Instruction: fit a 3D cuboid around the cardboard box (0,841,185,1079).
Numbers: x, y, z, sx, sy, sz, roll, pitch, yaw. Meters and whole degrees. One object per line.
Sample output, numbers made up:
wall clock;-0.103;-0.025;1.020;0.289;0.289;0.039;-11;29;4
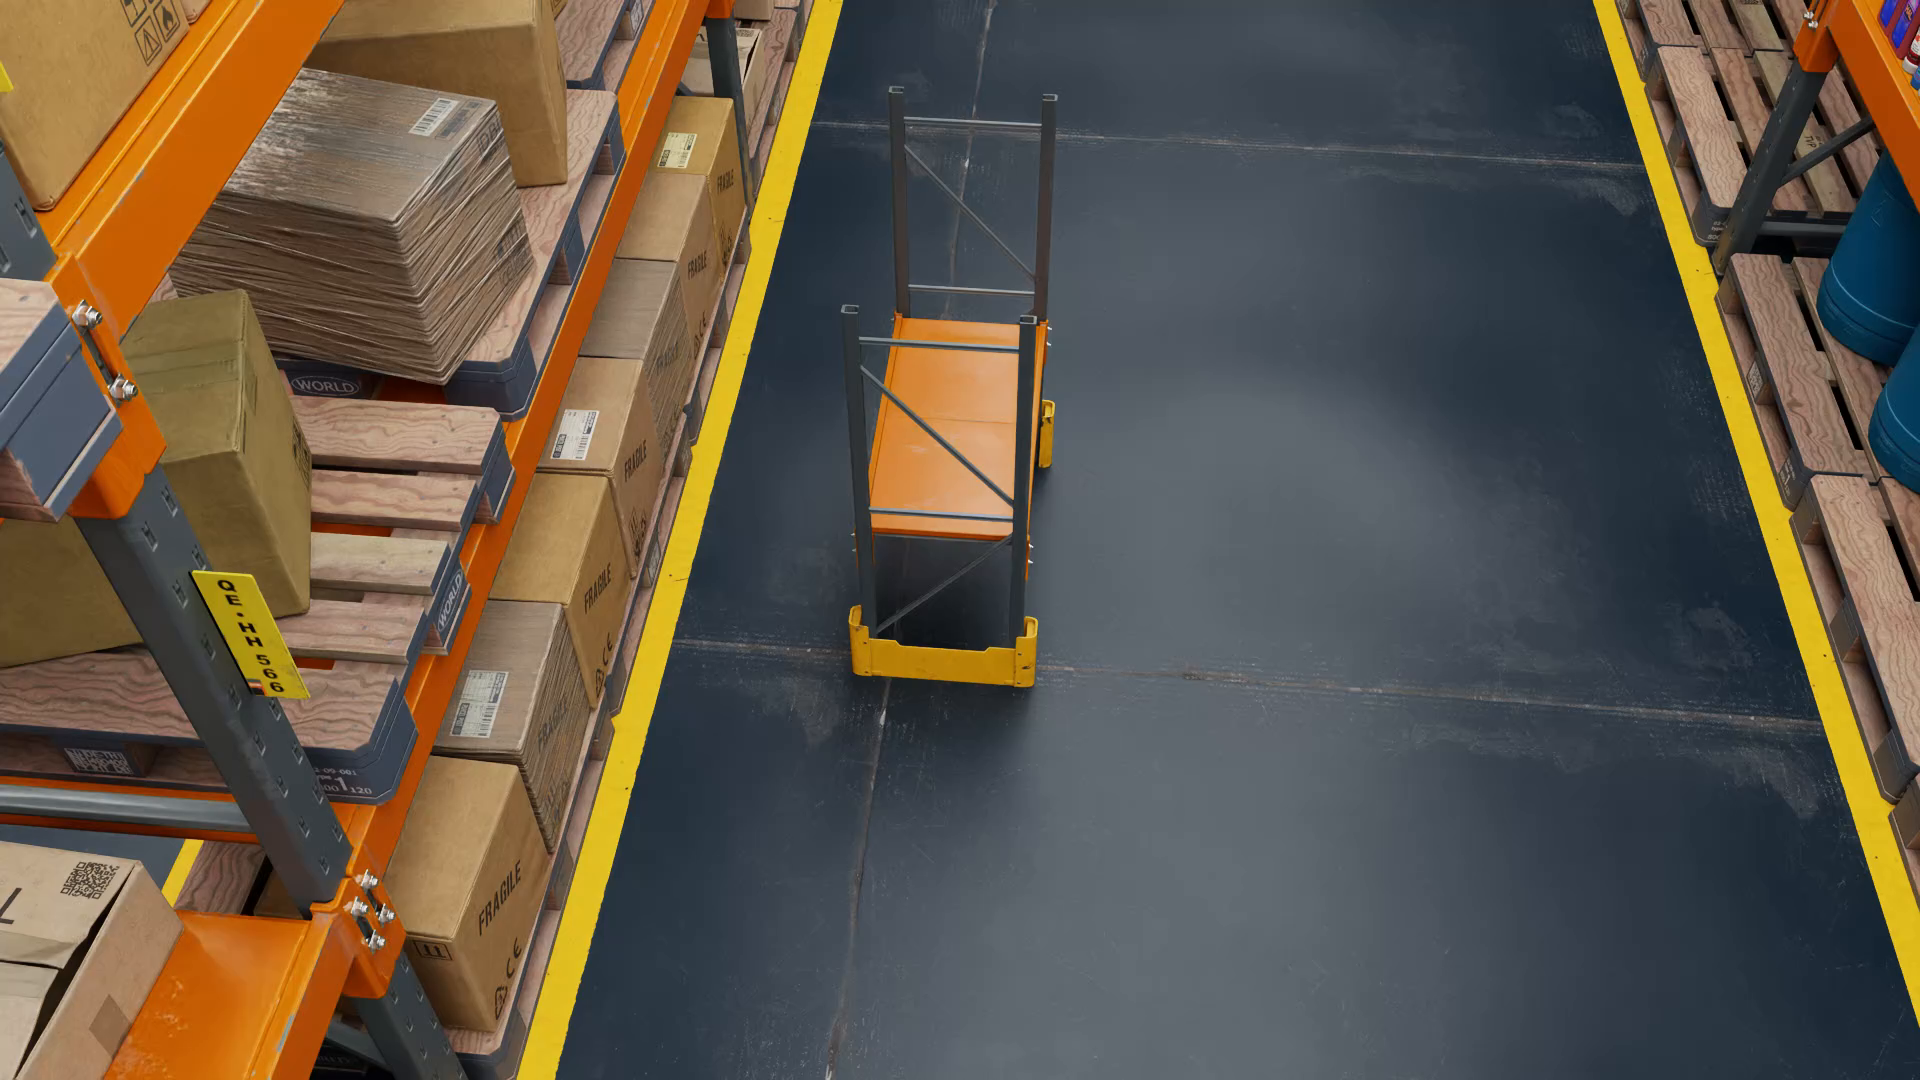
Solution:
cardboard box;-1.812;0.814;3.033;0.500;0.311;0.500;7;48;6

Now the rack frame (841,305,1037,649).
rack frame;-0.054;-0.070;4.798;0.500;1.500;0.032;4;48;4

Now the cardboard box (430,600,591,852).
cardboard box;-1.367;0.514;4.643;0.500;0.500;0.500;2;48;2

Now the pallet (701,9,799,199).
pallet;-1.308;-1.983;7.421;1.003;0.211;1.213;4;48;4

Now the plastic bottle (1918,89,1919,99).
plastic bottle;3.106;-1.459;5.136;0.152;0.276;0.135;4;48;4

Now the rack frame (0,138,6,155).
rack frame;-1.736;-1.505;1.029;1.000;3.000;0.127;4;48;4

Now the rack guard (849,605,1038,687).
rack guard;-0.052;0.338;5.272;0.587;0.250;0.087;4;48;4

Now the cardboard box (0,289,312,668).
cardboard box;-1.790;-0.127;3.481;0.700;0.500;0.500;-11;48;-10

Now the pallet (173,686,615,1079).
pallet;-1.630;0.914;4.771;1.003;0.211;1.213;4;48;4

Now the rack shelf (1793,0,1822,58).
rack shelf;3.744;-3.311;7.233;1.077;0.370;4.000;4;48;4

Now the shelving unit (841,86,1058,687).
shelving unit;-0.007;-0.450;5.145;0.587;1.500;1.083;4;48;4

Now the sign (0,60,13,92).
sign;-1.184;-0.651;1.876;0.100;0.325;0.005;4;48;4

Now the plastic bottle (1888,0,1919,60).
plastic bottle;3.091;-1.706;5.357;0.061;0.283;0.133;4;48;4

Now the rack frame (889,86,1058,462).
rack frame;0.039;-0.817;5.481;0.500;1.500;0.032;4;48;4

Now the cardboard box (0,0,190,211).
cardboard box;-1.729;-0.850;2.394;0.910;0.500;0.500;4;48;4

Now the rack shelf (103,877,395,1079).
rack shelf;-1.918;2.232;2.164;1.077;0.370;4.000;4;48;4

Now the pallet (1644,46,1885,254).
pallet;3.590;-1.686;7.149;1.003;0.211;1.213;4;48;4

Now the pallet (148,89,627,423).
pallet;-1.563;-0.845;4.620;1.003;0.211;1.213;4;48;4

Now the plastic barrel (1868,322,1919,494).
plastic barrel;3.430;-0.599;5.402;0.600;0.901;0.708;4;48;4

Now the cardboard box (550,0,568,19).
cardboard box;-1.637;-1.753;4.968;0.700;0.500;0.500;11;48;10

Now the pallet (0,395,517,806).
pallet;-1.744;0.081;3.773;1.213;0.211;1.003;4;48;4

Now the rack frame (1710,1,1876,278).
rack frame;3.561;-2.084;5.623;1.000;3.000;0.127;4;48;4

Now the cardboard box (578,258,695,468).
cardboard box;-1.230;-0.612;5.673;0.500;0.500;0.500;4;48;4

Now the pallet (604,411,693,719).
pallet;-1.516;0.020;5.588;1.003;0.211;1.213;4;48;4

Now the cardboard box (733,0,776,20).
cardboard box;-1.049;-2.542;7.665;0.380;0.166;0.250;4;48;4

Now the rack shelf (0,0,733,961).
rack shelf;-1.553;-0.708;4.852;1.077;0.370;4.000;4;48;4

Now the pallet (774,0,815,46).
pallet;-1.199;-2.882;8.243;1.003;0.211;1.213;4;48;4

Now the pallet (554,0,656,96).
pallet;-1.553;-1.775;5.471;1.003;0.211;1.213;4;48;4

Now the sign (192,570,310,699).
sign;-1.183;0.163;2.783;0.100;0.325;0.005;4;48;4

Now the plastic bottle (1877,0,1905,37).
plastic bottle;3.103;-1.804;5.446;0.061;0.283;0.133;4;48;4

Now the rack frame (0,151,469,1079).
rack frame;-1.736;0.519;3.242;1.000;3.000;0.127;4;48;4

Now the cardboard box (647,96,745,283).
cardboard box;-1.131;-1.343;6.341;0.500;0.500;0.500;4;48;3

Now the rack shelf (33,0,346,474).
rack shelf;-1.553;-1.720;3.745;1.077;0.370;4.000;4;48;4

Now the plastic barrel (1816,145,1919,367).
plastic barrel;3.495;-1.119;5.878;0.600;0.901;0.708;4;48;4

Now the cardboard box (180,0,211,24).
cardboard box;-1.683;-1.224;2.737;0.910;0.500;0.500;4;48;4

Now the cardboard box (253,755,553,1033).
cardboard box;-1.410;0.899;4.291;0.500;0.500;0.500;6;48;5

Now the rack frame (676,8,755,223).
rack frame;-1.371;-2.420;5.931;1.000;3.000;0.127;4;48;4

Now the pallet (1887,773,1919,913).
pallet;3.227;1.214;4.496;1.003;0.211;1.213;4;48;4

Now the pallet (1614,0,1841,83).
pallet;3.698;-2.585;7.971;1.003;0.211;1.213;4;48;4

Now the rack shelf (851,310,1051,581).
rack shelf;-0.008;-0.322;5.272;0.538;0.185;1.000;4;48;4

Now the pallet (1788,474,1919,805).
pallet;3.341;0.320;5.314;1.003;0.211;1.213;4;48;4

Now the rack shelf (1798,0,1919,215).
rack shelf;3.379;-0.372;4.545;1.077;0.370;4.000;4;48;4

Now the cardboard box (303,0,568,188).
cardboard box;-1.471;-1.293;4.548;0.700;0.500;0.500;-7;48;-6

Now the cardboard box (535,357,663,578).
cardboard box;-1.274;-0.238;5.331;0.500;0.500;0.500;2;48;2

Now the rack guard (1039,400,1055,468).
rack guard;0.038;-0.394;5.941;0.587;0.250;0.087;4;48;4

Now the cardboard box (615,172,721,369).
cardboard box;-1.184;-0.980;6.010;0.500;0.500;0.500;4;48;4

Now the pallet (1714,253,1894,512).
pallet;3.449;-0.579;6.136;1.003;0.211;1.213;4;48;4

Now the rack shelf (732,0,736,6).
rack shelf;-1.189;-3.647;7.540;1.077;0.370;4.000;4;48;4

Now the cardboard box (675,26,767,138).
cardboard box;-1.117;-1.955;7.029;0.500;0.311;0.500;4;48;4

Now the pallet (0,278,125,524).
pallet;-1.708;0.075;1.743;1.213;0.211;1.003;6;48;5

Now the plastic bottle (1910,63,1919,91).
plastic bottle;3.090;-1.544;5.217;0.097;0.271;0.097;0;48;0

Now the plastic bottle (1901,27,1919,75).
plastic bottle;3.099;-1.592;5.308;0.097;0.201;0.097;0;48;0

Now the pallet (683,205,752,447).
pallet;-1.408;-0.879;6.411;1.003;0.211;1.213;4;48;4

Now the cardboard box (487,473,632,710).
cardboard box;-1.317;0.146;4.980;0.500;0.500;0.500;3;48;3

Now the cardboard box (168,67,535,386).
cardboard box;-1.517;-0.786;4.084;0.700;0.500;0.500;12;49;11

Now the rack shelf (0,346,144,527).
rack shelf;-1.918;1.219;1.057;1.077;0.370;4.000;4;48;4
